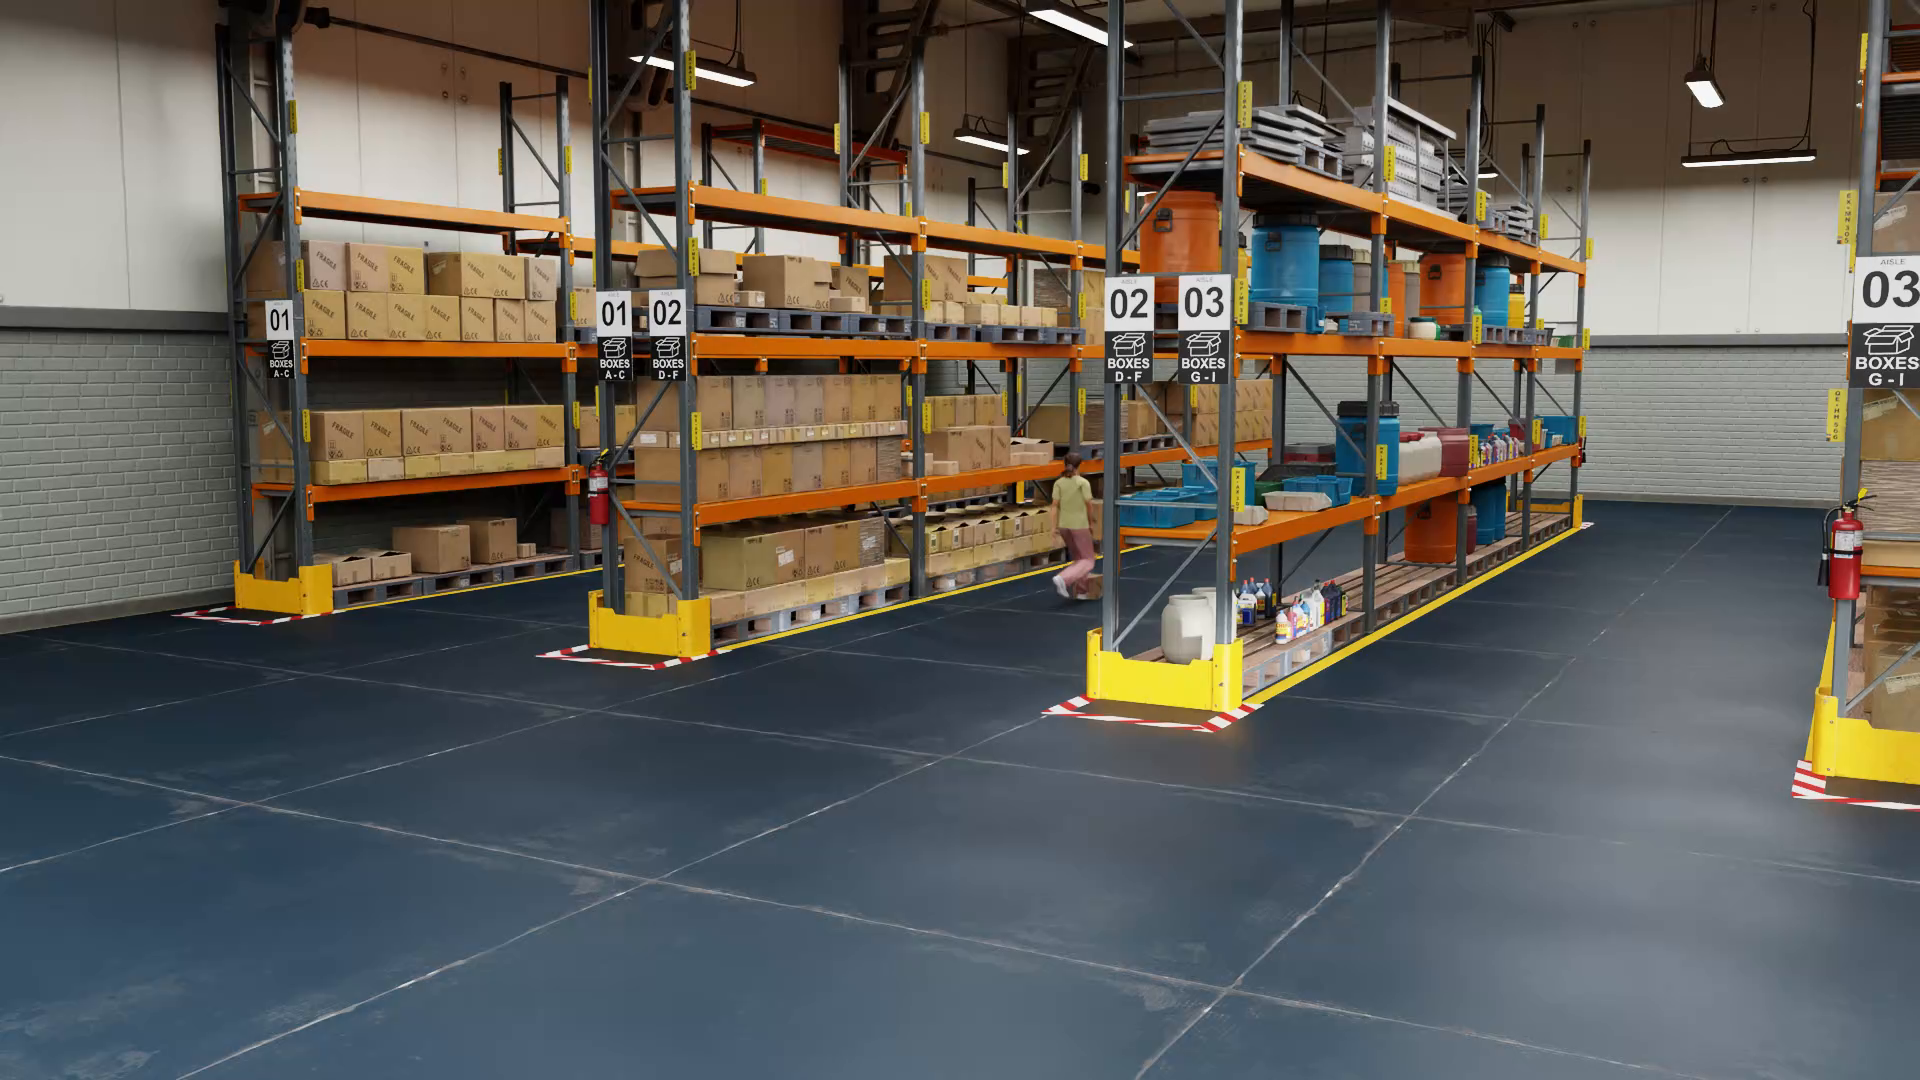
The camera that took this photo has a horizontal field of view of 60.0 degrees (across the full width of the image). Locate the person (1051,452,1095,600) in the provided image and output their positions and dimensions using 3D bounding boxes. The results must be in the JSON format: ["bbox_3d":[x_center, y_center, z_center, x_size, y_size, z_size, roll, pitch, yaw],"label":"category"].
[{"bbox_3d":[1.237,-0.134,17.818,0.444,1.616,0.913,4,7,36],"label":"person"}]
